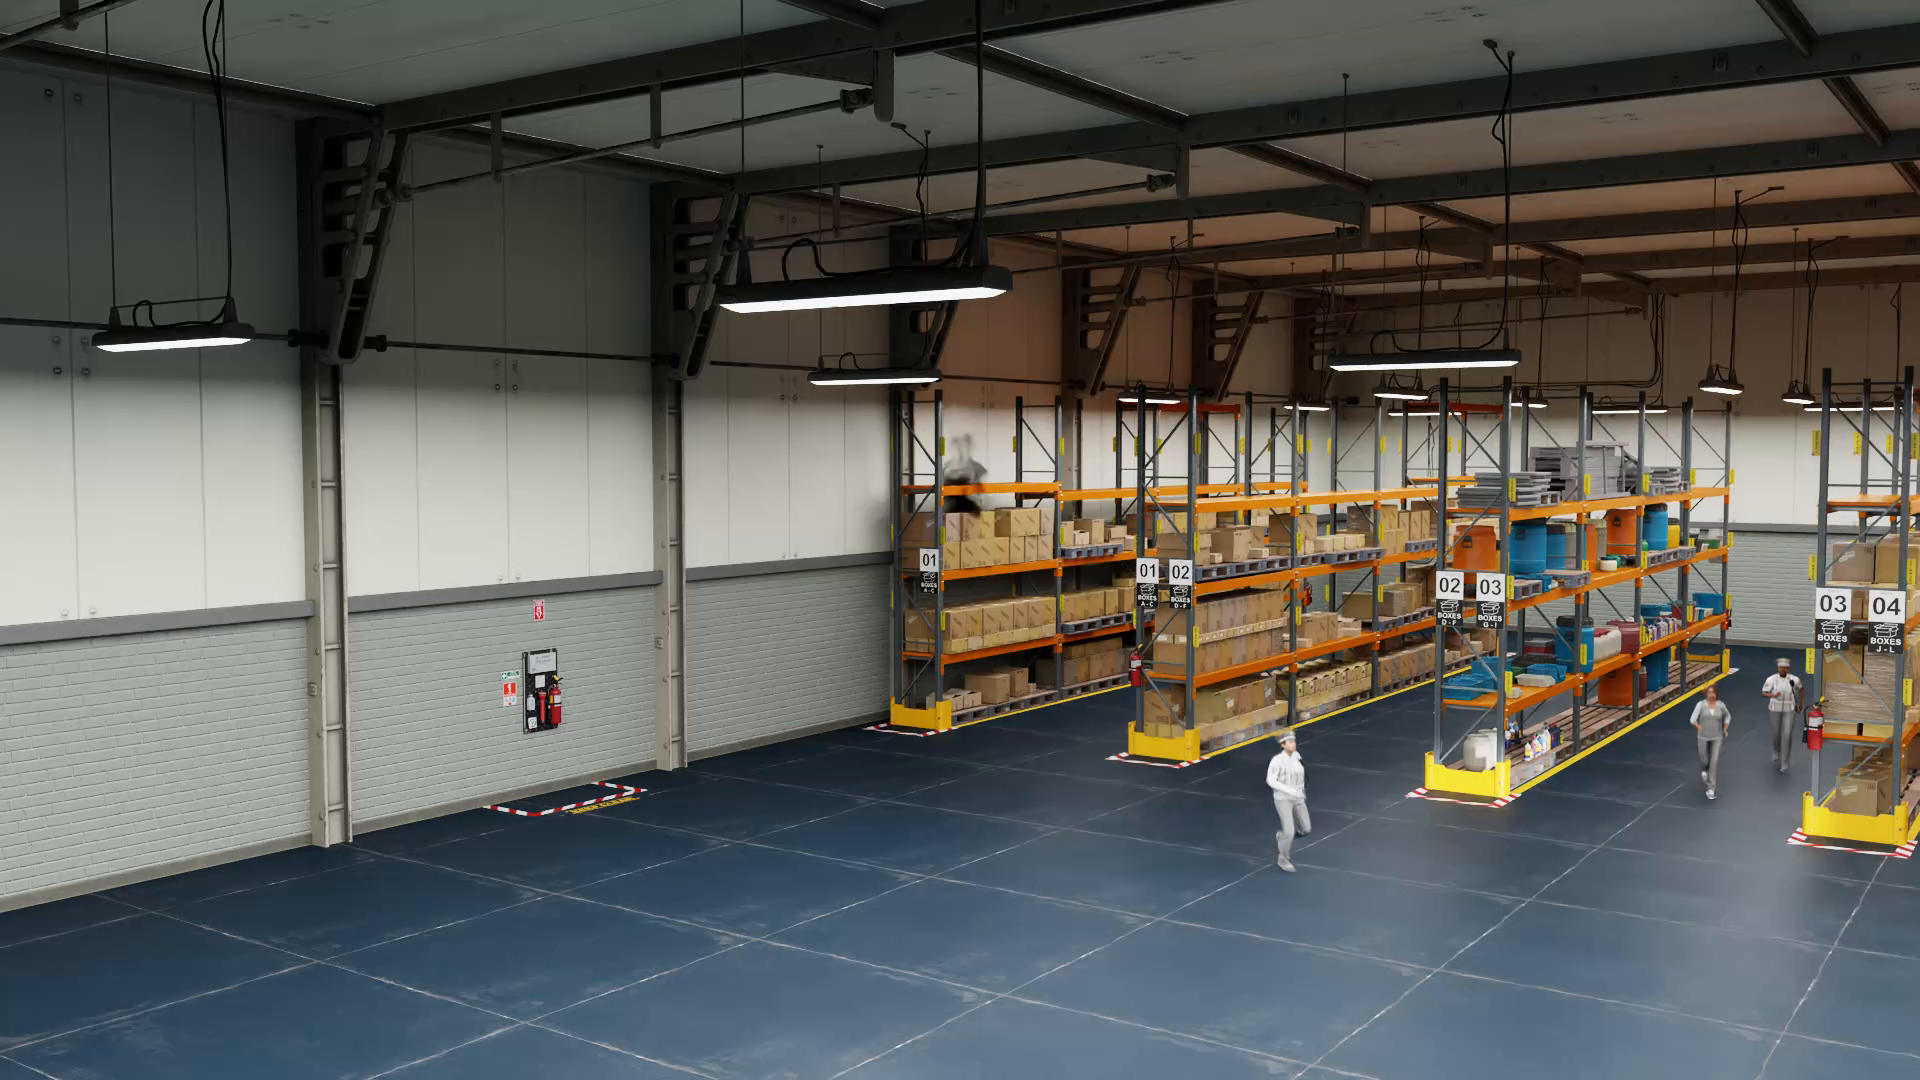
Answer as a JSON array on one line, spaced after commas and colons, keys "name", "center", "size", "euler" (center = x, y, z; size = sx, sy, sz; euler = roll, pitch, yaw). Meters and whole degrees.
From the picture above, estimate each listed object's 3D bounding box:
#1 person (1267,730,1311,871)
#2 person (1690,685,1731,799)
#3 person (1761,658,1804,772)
[{"name": "person", "center": [3.903, 3.070, 19.674], "size": [0.658, 1.660, 0.561], "euler": [-2, 4, -33]}, {"name": "person", "center": [10.769, 2.868, 23.867], "size": [0.545, 1.592, 0.802], "euler": [1, 3, 21]}, {"name": "person", "center": [12.789, 2.684, 25.871], "size": [0.595, 1.719, 0.870], "euler": [2, 4, 26]}]
